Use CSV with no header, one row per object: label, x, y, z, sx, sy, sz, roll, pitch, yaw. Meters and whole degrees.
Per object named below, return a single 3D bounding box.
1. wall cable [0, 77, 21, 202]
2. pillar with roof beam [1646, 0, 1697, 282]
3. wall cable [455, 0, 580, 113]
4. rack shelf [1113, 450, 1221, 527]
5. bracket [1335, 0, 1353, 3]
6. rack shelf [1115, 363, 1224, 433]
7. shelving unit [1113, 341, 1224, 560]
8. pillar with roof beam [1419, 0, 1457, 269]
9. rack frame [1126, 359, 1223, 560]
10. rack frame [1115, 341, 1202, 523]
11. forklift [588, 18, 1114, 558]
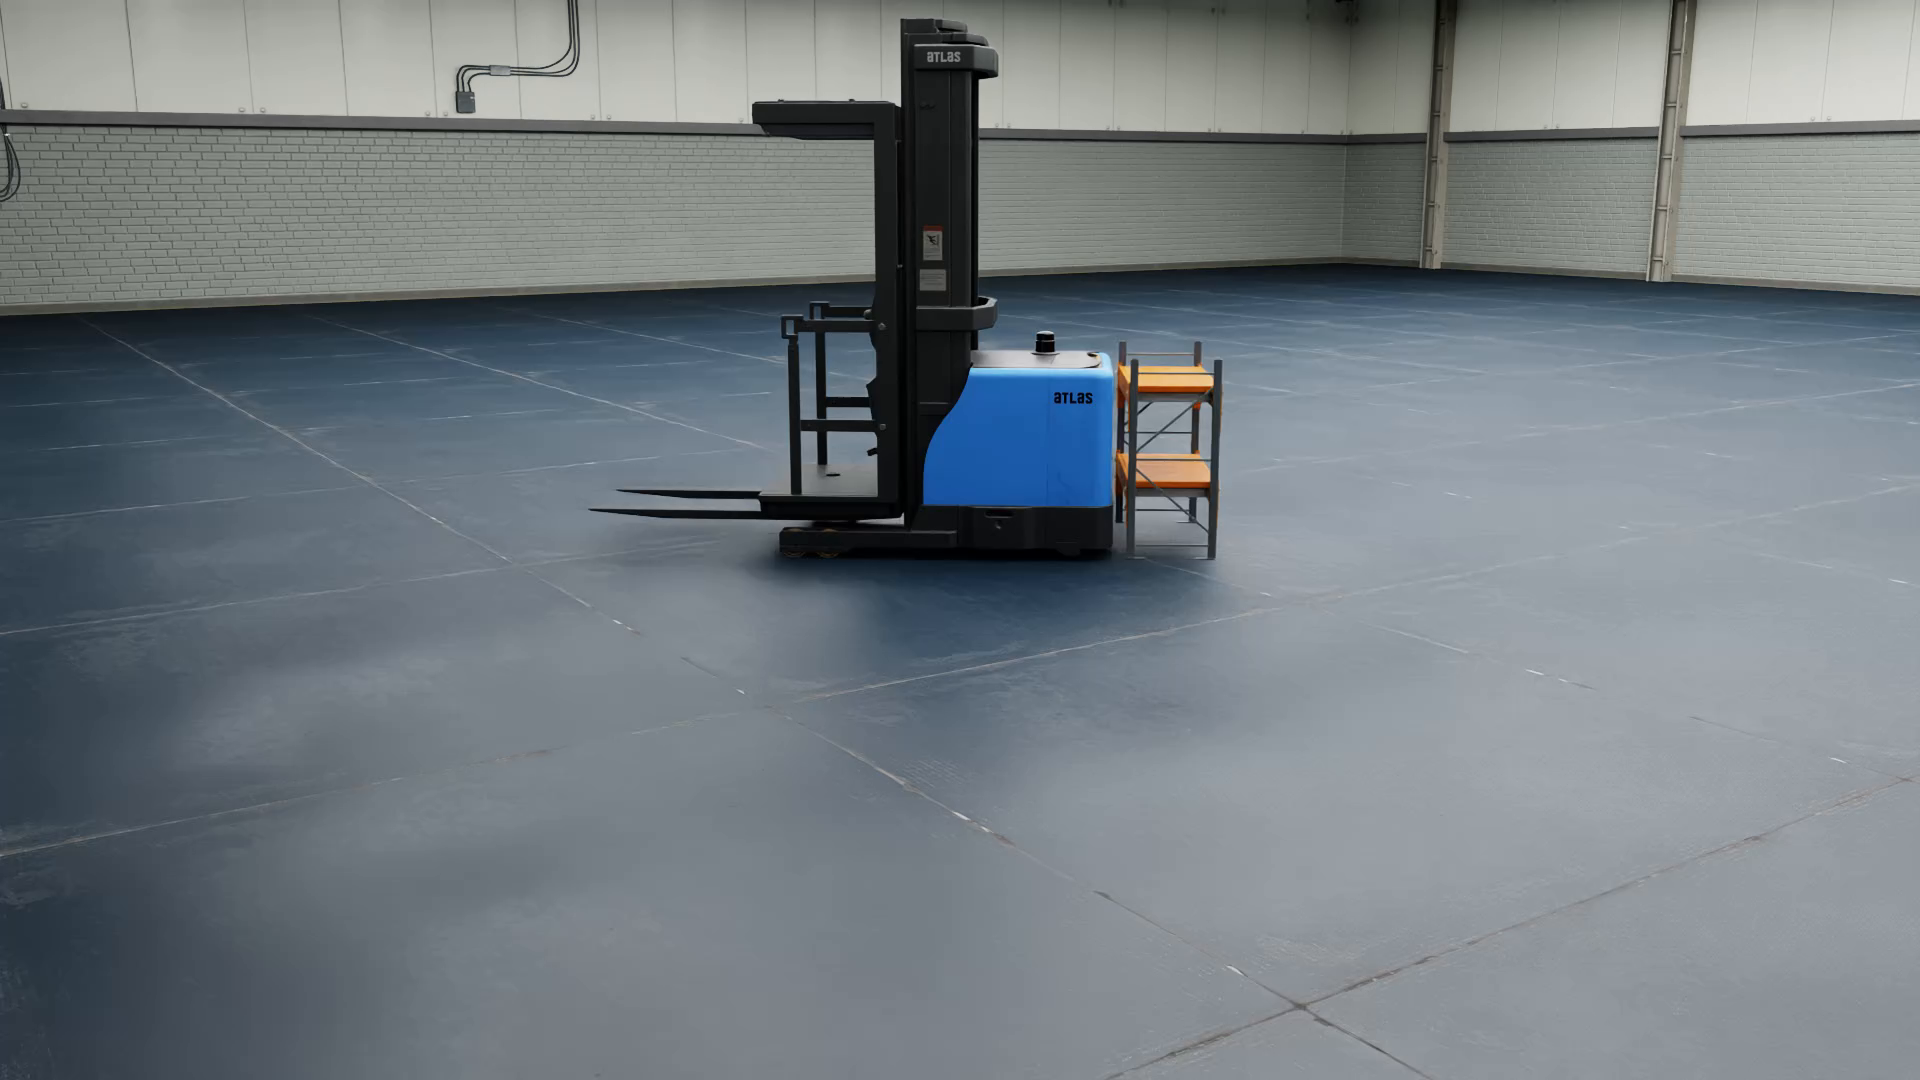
wall cable,-15.702,-6.223,24.522,3.097,2.526,0.112,-8,15,-33
pillar with roof beam,10.793,-9.211,30.918,9.100,9.000,0.400,-8,15,-33
wall cable,-7.790,-10.522,28.952,2.305,6.003,0.169,-8,15,-33
rack shelf,1.204,-0.313,9.801,0.538,0.278,1.000,0,12,2
bracket,9.214,-12.999,39.816,0.235,0.232,0.430,-8,15,-33
rack shelf,1.204,-0.837,9.687,0.538,0.278,1.000,0,12,2
shelving unit,1.204,-0.552,9.749,0.538,1.125,1.048,0,12,2
pillar with roof beam,7.469,-10.278,35.798,9.100,9.000,0.548,-8,15,-33
rack frame,1.189,-0.443,9.253,0.500,1.125,0.032,0,12,2
rack frame,1.220,-0.660,10.246,0.500,1.125,0.032,0,12,2
forklift,-0.623,-1.441,9.591,3.031,2.935,1.130,1,12,4
